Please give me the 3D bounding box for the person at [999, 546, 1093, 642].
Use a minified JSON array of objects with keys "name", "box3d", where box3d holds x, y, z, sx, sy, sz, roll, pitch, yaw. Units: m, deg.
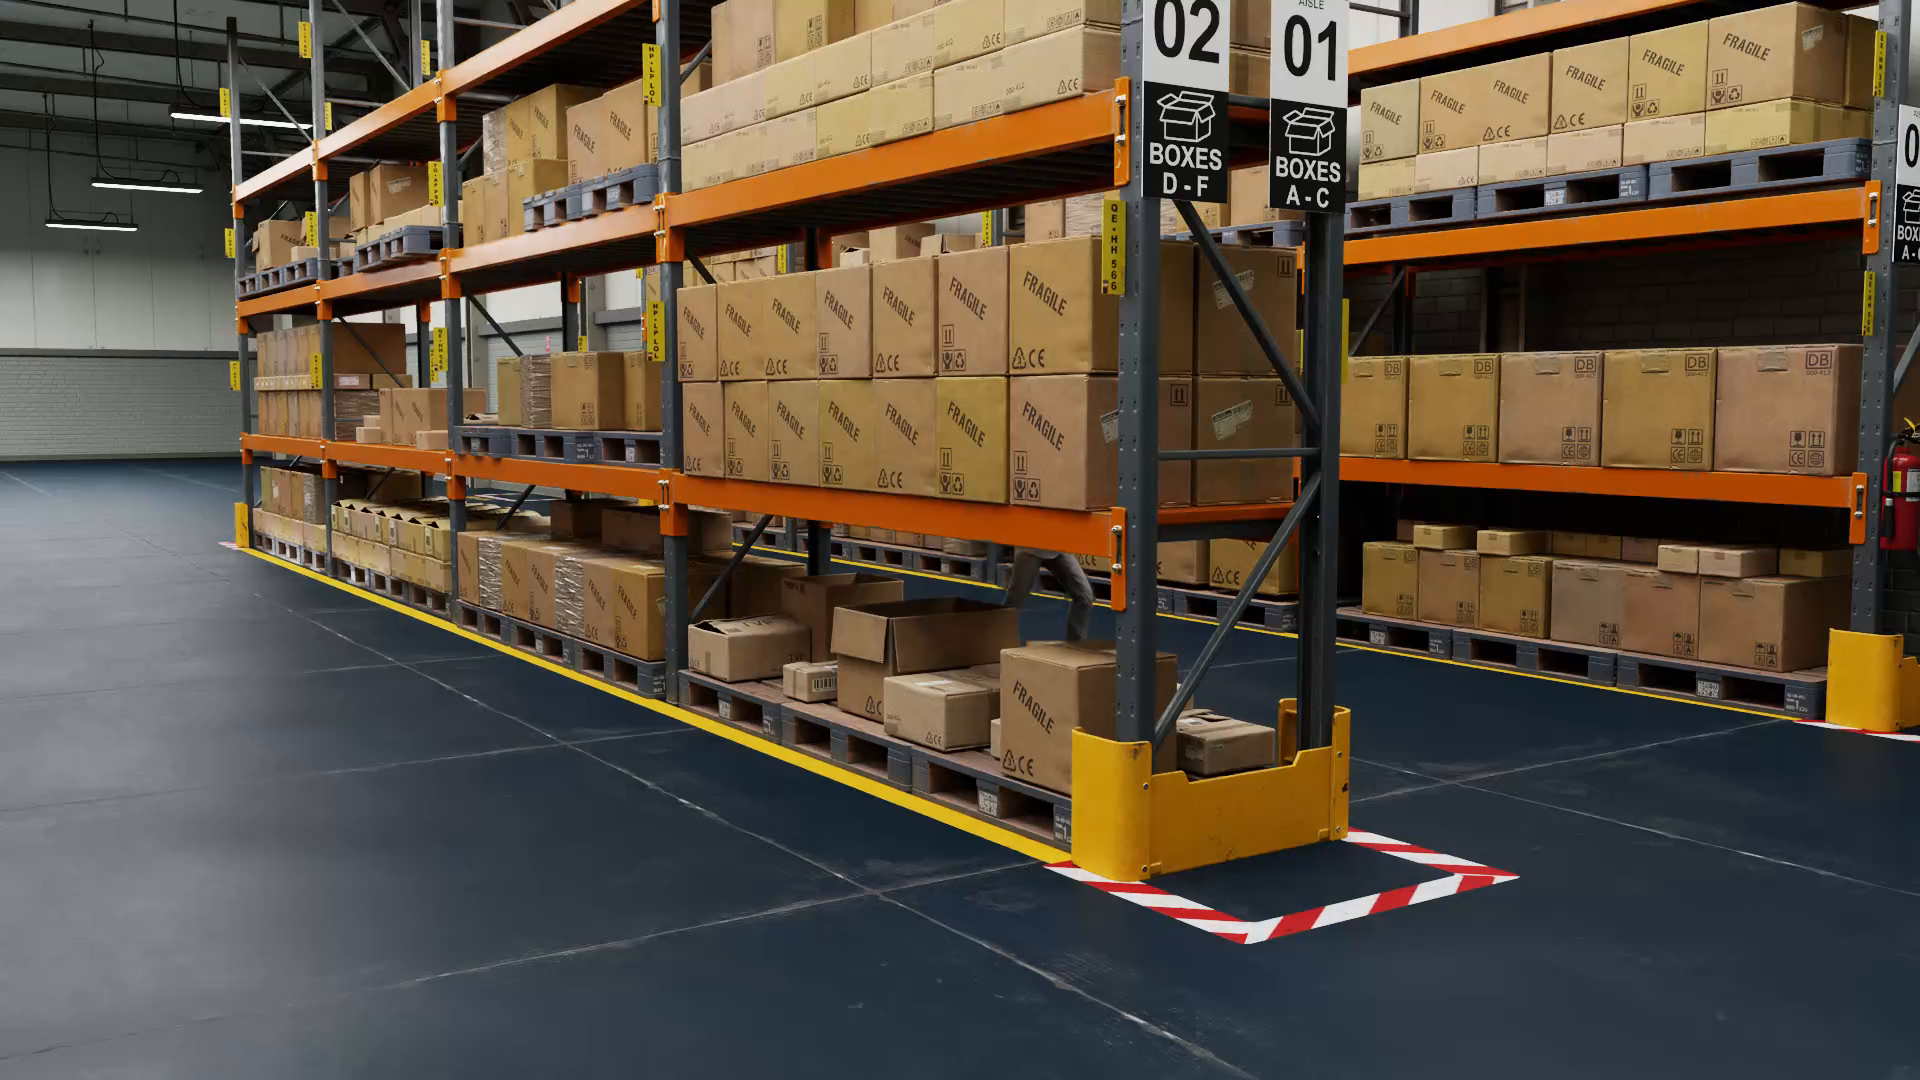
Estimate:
[{"name":"person","box3d":[0.498,0.120,10.171,0.783,1.419,0.550,4,6,37]}]
